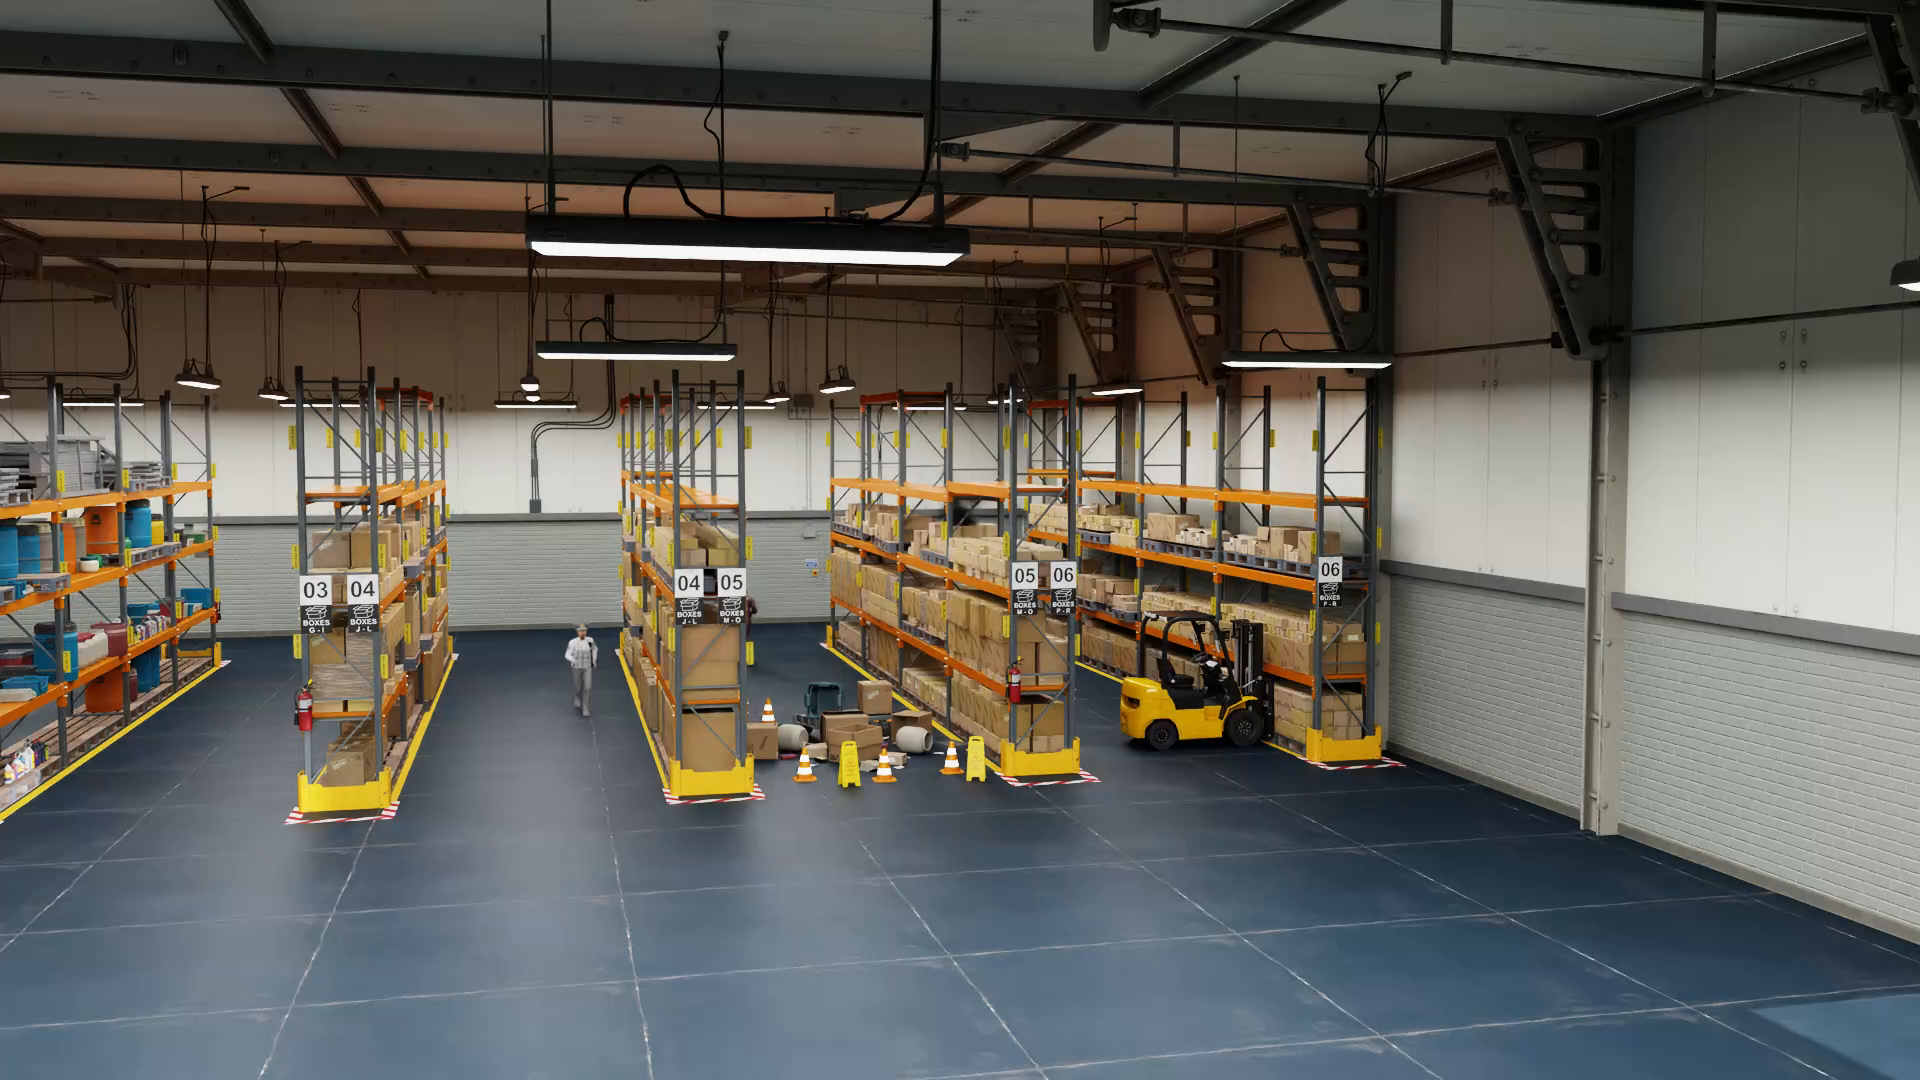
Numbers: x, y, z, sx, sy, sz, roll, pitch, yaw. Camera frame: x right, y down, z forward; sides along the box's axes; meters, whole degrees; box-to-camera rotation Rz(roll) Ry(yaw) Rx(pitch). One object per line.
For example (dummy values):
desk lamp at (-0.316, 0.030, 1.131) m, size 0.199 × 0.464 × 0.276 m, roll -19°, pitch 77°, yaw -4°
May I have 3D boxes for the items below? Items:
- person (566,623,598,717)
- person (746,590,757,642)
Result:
person at (-6.922, 2.345, 30.463) m, size 0.602 × 1.680 × 0.886 m, roll -1°, pitch 4°, yaw -19°
person at (-4.979, 1.876, 37.802) m, size 0.703 × 1.728 × 0.654 m, roll -2°, pitch 4°, yaw -26°
